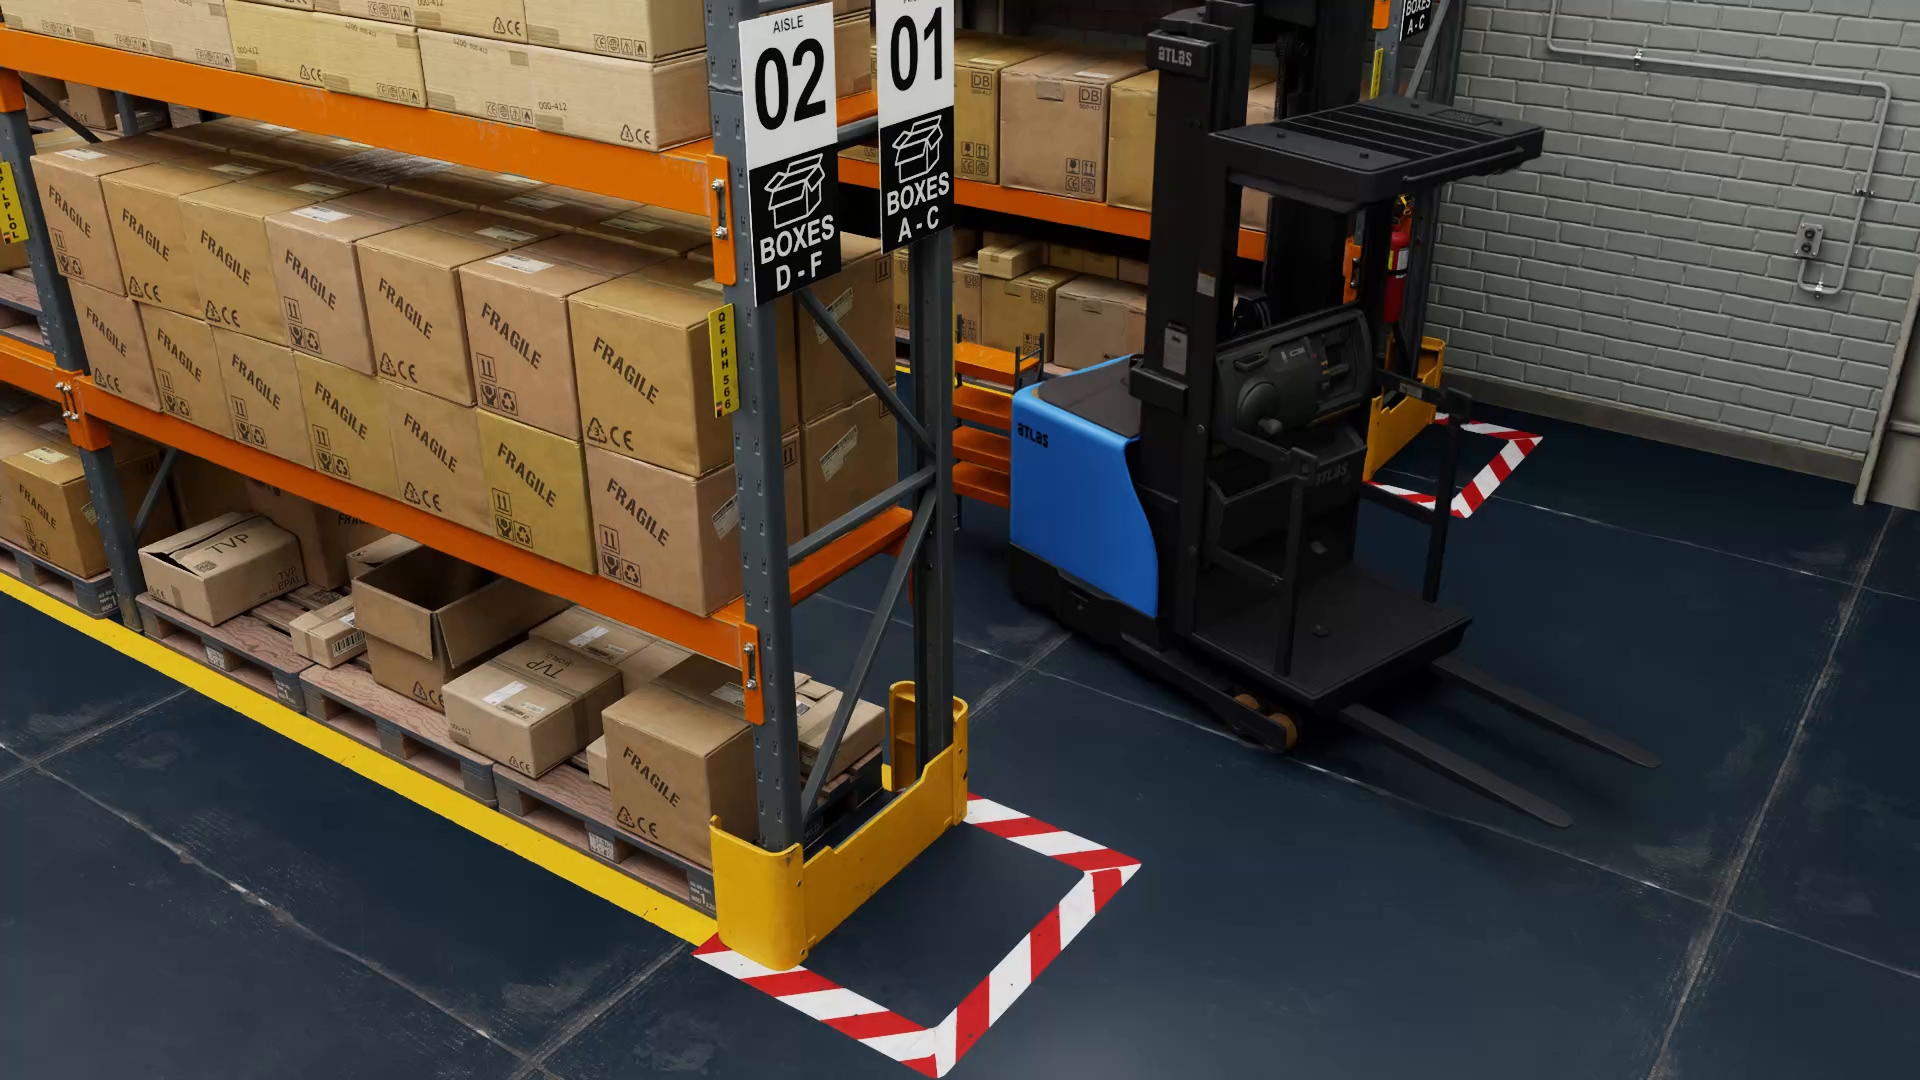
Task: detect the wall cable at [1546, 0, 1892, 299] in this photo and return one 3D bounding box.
[{"bbox_3d":[4.038,-2.396,9.030,1.851,1.984,0.084,17,32,30],"label":"wall cable"}]

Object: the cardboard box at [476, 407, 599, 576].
[{"bbox_3d":[-1.308,-0.255,5.833,0.500,0.500,0.500,18,32,31],"label":"cardboard box"}]

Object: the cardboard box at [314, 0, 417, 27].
[{"bbox_3d":[-1.745,-1.853,5.390,0.500,0.250,0.500,17,32,30],"label":"cardboard box"}]

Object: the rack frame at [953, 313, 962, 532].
[{"bbox_3d":[-0.065,-0.555,8.517,0.015,1.200,0.240,17,32,30],"label":"rack frame"}]

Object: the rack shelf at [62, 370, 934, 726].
[{"bbox_3d":[-2.004,-0.258,6.743,4.000,0.370,1.077,17,32,30],"label":"rack shelf"}]

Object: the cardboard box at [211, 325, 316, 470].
[{"bbox_3d":[-2.551,-0.645,6.599,0.500,0.500,0.500,17,32,30],"label":"cardboard box"}]

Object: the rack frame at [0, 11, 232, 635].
[{"bbox_3d":[-3.652,-1.092,7.589,0.127,3.000,1.000,17,32,30],"label":"rack frame"}]

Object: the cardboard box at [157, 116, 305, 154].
[{"bbox_3d":[-3.089,-1.549,7.275,0.500,0.500,0.500,17,32,31],"label":"cardboard box"}]

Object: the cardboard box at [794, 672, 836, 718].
[{"bbox_3d":[-0.712,0.701,6.704,0.250,0.166,0.380,17,32,30],"label":"cardboard box"}]

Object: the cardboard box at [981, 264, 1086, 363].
[{"bbox_3d":[0.542,-1.525,10.733,0.500,0.500,0.700,18,32,31],"label":"cardboard box"}]

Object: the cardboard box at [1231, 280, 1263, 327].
[{"bbox_3d":[1.604,-1.388,9.747,0.250,0.149,0.380,17,31,30],"label":"cardboard box"}]

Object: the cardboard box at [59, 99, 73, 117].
[{"bbox_3d":[-8.752,-4.343,16.635,0.250,0.149,0.380,15,30,26],"label":"cardboard box"}]

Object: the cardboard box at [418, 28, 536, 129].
[{"bbox_3d":[-1.334,-1.501,5.250,0.500,0.250,0.500,17,32,30],"label":"cardboard box"}]

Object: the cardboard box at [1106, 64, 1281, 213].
[{"bbox_3d":[1.414,-2.362,9.753,0.700,0.700,0.980,17,32,30],"label":"cardboard box"}]

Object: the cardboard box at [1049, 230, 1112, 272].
[{"bbox_3d":[0.775,-1.855,10.667,0.250,0.149,0.380,17,31,29],"label":"cardboard box"}]

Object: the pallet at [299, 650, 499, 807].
[{"bbox_3d":[-2.077,0.640,7.259,1.213,0.211,1.003,17,32,30],"label":"pallet"}]

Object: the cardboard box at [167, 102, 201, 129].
[{"bbox_3d":[-6.829,-3.899,15.375,0.500,0.500,0.700,19,32,32],"label":"cardboard box"}]

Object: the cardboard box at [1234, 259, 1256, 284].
[{"bbox_3d":[1.611,-1.595,10.155,0.250,0.149,0.380,17,32,30],"label":"cardboard box"}]

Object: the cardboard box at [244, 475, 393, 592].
[{"bbox_3d":[-3.022,-0.134,7.977,0.500,0.500,0.500,17,32,30],"label":"cardboard box"}]

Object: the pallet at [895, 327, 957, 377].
[{"bbox_3d":[-0.268,-1.478,11.422,1.213,0.211,1.003,17,32,30],"label":"pallet"}]

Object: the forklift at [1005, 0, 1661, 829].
[{"bbox_3d":[1.544,-0.667,6.829,1.130,2.935,3.031,-20,33,-34],"label":"forklift"}]

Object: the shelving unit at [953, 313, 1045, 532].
[{"bbox_3d":[0.136,-0.492,8.394,0.503,1.200,0.258,17,32,30],"label":"shelving unit"}]

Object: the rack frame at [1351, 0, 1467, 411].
[{"bbox_3d":[2.447,-1.918,9.212,0.127,3.000,1.000,17,32,30],"label":"rack frame"}]

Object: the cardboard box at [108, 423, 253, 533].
[{"bbox_3d":[-3.913,-0.390,8.479,0.500,0.500,0.500,16,31,28],"label":"cardboard box"}]

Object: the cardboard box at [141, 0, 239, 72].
[{"bbox_3d":[-2.570,-1.886,6.007,0.500,0.250,0.500,17,32,30],"label":"cardboard box"}]

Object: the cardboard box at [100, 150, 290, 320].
[{"bbox_3d":[-2.998,-1.224,6.635,0.500,0.500,0.500,16,31,29],"label":"cardboard box"}]

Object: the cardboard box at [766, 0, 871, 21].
[{"bbox_3d":[-0.631,-1.787,5.262,0.500,0.250,0.500,17,32,30],"label":"cardboard box"}]

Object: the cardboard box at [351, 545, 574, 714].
[{"bbox_3d":[-2.101,0.305,7.111,0.637,0.503,0.797,17,32,30],"label":"cardboard box"}]

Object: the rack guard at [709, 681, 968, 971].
[{"bbox_3d":[-0.418,1.029,6.176,0.348,0.500,1.175,17,32,30],"label":"rack guard"}]

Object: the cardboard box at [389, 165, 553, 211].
[{"bbox_3d":[-1.836,-1.160,6.509,0.500,0.500,0.500,17,32,30],"label":"cardboard box"}]

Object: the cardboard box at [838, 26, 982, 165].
[{"bbox_3d":[-0.413,-2.934,10.876,0.700,0.700,0.980,18,32,31],"label":"cardboard box"}]

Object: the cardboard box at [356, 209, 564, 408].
[{"bbox_3d":[-1.725,-0.828,5.856,0.500,0.500,0.500,18,32,32],"label":"cardboard box"}]

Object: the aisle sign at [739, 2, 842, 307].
[{"bbox_3d":[-0.472,-1.092,4.722,0.004,0.787,0.394,17,32,30],"label":"aisle sign"}]

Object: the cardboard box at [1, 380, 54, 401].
[{"bbox_3d":[-4.737,-0.981,8.814,0.500,0.250,0.500,17,32,30],"label":"cardboard box"}]

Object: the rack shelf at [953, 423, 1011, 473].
[{"bbox_3d":[0.136,-0.432,8.425,0.480,0.148,0.258,17,32,30],"label":"rack shelf"}]

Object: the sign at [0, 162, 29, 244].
[{"bbox_3d":[-3.963,-1.400,6.917,0.005,0.325,0.100,17,32,30],"label":"sign"}]

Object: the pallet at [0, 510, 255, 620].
[{"bbox_3d":[-4.344,-0.044,8.604,1.213,0.211,1.003,17,32,30],"label":"pallet"}]

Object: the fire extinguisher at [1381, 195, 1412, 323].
[{"bbox_3d":[2.310,-1.506,8.899,0.183,0.674,0.296,17,32,30],"label":"fire extinguisher"}]

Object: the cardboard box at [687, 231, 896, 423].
[{"bbox_3d":[-0.572,-0.768,5.739,0.500,0.500,0.500,18,32,32],"label":"cardboard box"}]

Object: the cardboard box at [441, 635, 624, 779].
[{"bbox_3d":[-1.709,0.661,6.690,0.500,0.250,0.500,17,32,30],"label":"cardboard box"}]

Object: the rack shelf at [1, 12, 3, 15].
[{"bbox_3d":[-5.301,-2.622,8.081,4.000,0.370,1.077,17,32,30],"label":"rack shelf"}]

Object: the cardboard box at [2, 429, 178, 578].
[{"bbox_3d":[-4.221,-0.194,8.095,0.500,0.500,0.500,17,32,30],"label":"cardboard box"}]
